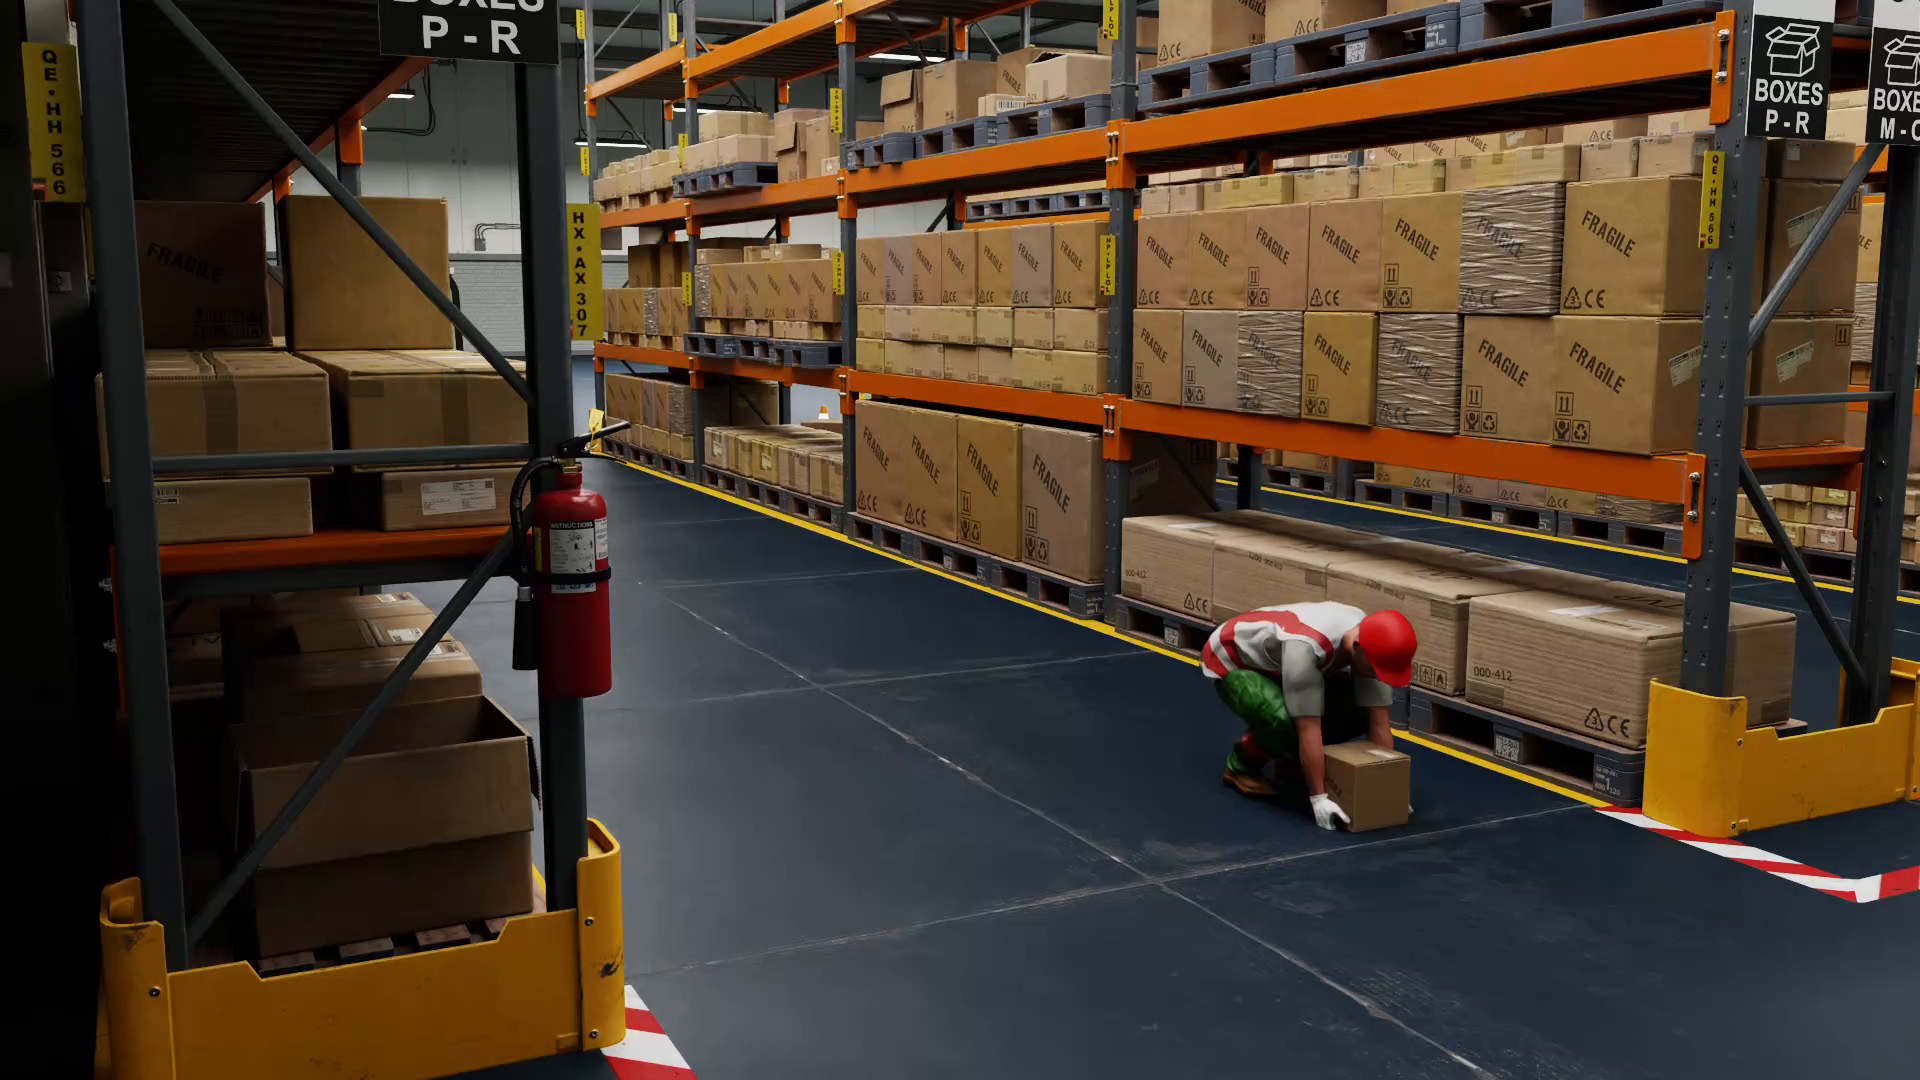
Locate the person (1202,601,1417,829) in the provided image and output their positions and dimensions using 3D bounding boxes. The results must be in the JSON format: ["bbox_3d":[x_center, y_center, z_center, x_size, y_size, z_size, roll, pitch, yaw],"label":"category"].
[{"bbox_3d":[1.311,0.623,6.239,0.532,0.844,0.938,-5,10,-29],"label":"person"}]
